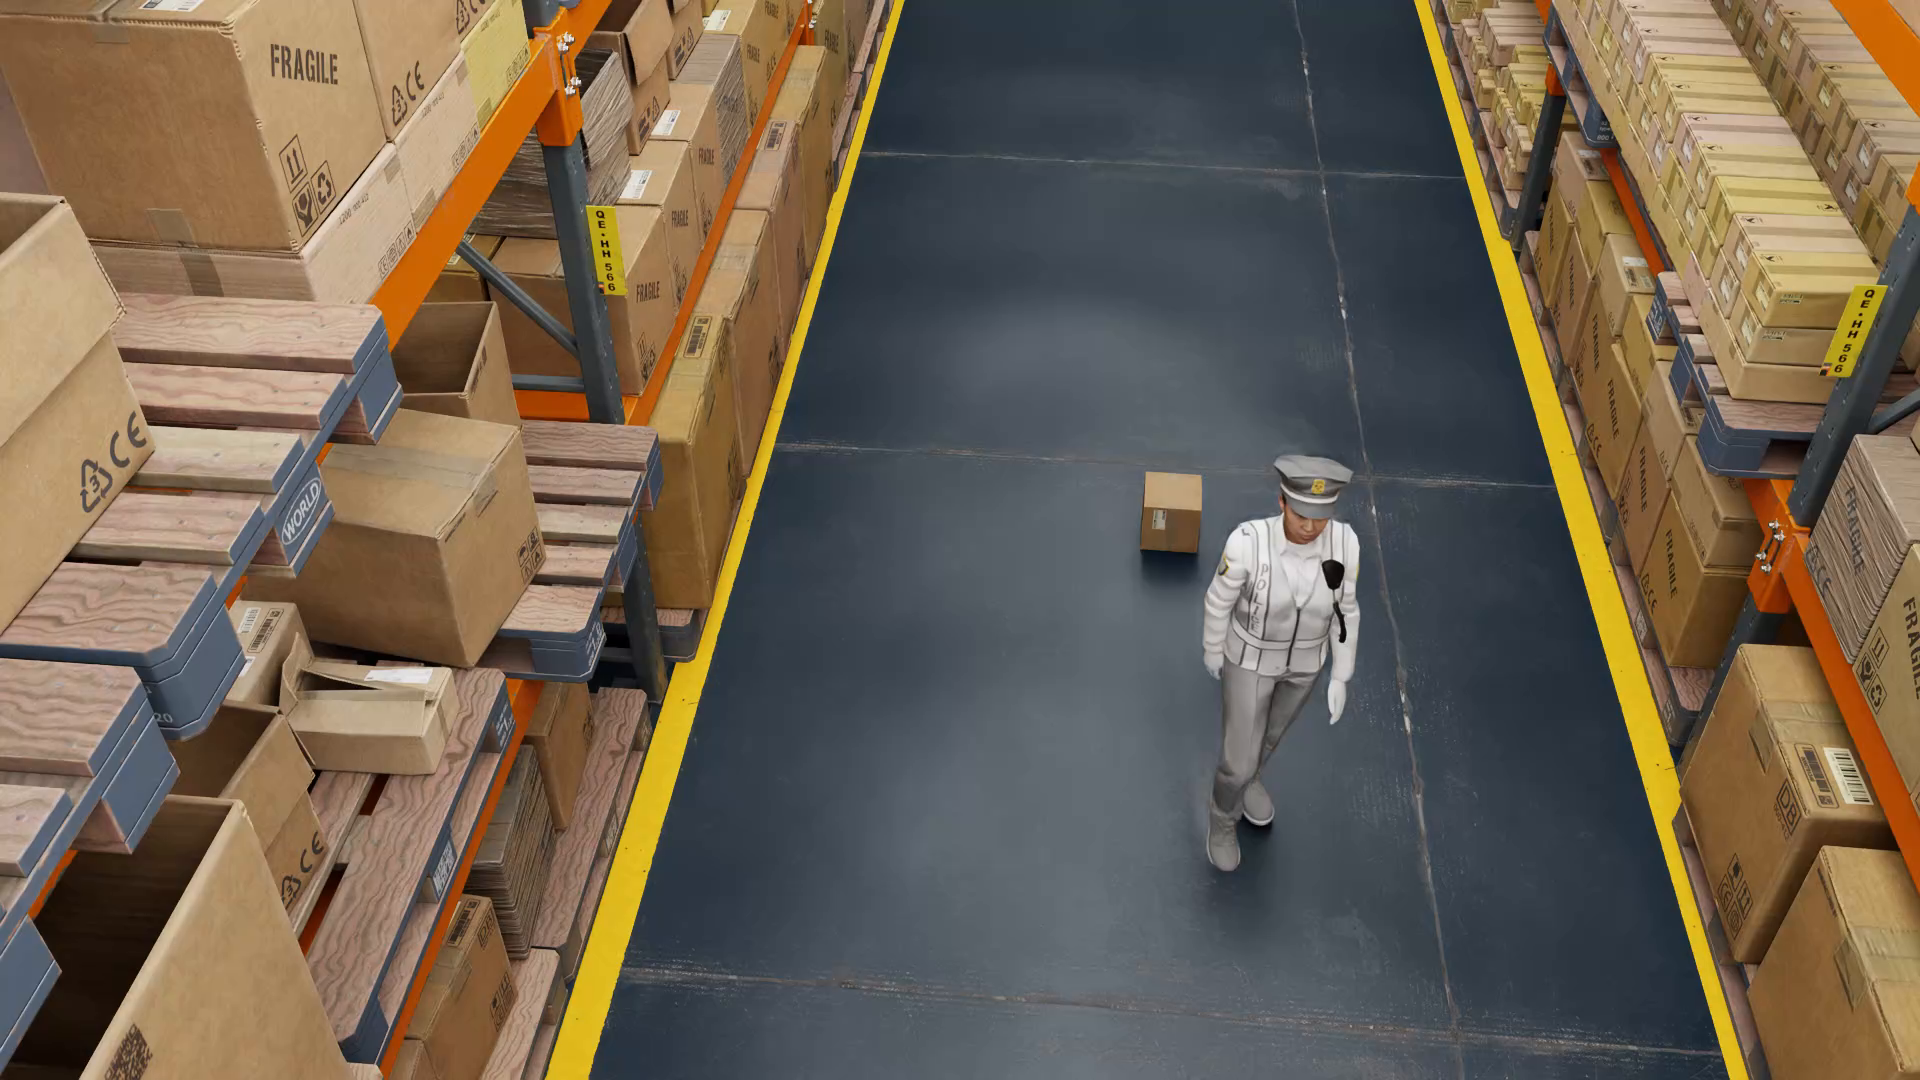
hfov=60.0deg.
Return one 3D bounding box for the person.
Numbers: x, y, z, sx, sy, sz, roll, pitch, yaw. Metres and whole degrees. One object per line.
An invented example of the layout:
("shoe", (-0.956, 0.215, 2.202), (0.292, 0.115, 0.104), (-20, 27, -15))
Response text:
("person", (1.074, 0.427, 5.642), (0.494, 1.737, 0.490), (-5, 41, -6))
